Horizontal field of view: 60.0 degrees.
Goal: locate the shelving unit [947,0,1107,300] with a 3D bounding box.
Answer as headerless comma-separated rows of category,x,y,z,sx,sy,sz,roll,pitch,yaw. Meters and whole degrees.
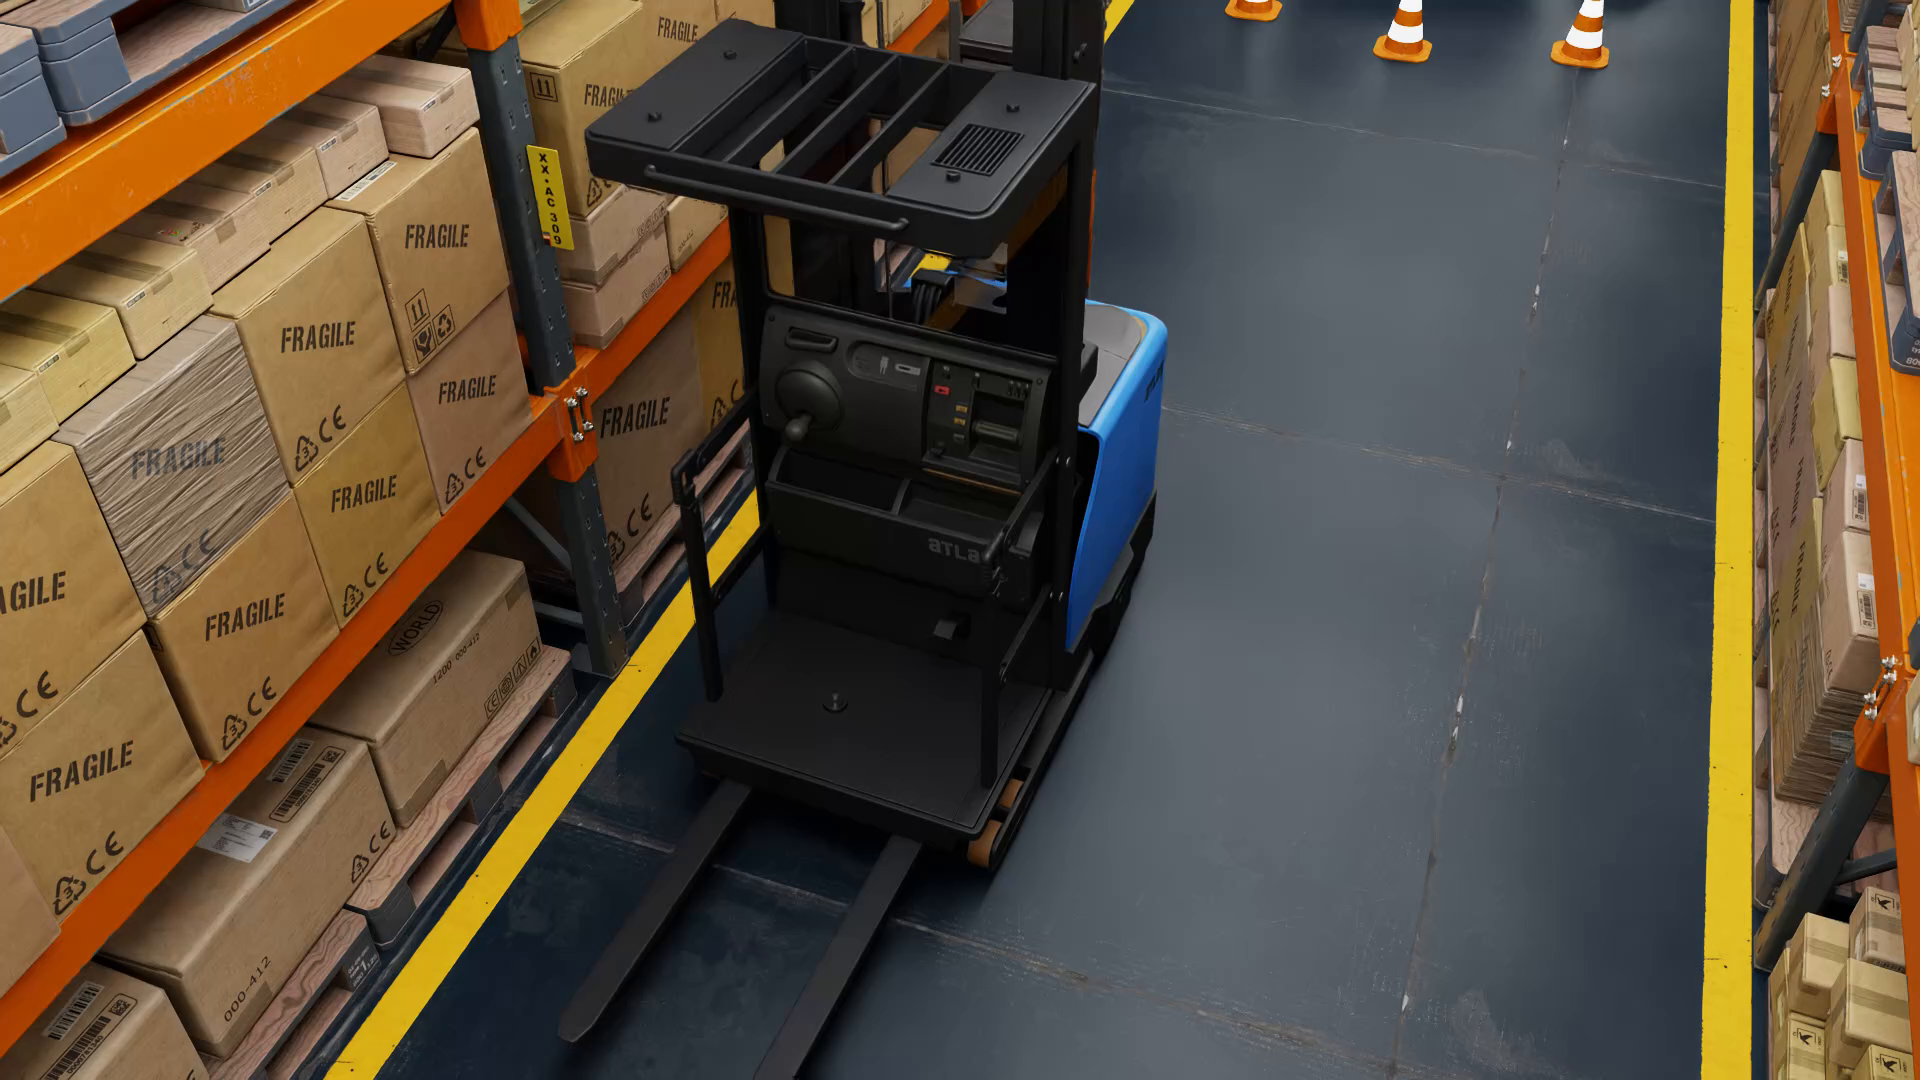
shelving unit,0.245,-1.150,6.480,0.431,2.100,0.503,15,43,17

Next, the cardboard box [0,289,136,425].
cardboard box,-2.028,-0.407,3.569,0.380,0.149,0.250,12,42,14

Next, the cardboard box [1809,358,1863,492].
cardboard box,3.334,-0.370,5.897,0.500,0.250,0.500,12,42,13

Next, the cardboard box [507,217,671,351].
cardboard box,-1.326,-0.919,5.631,0.500,0.250,0.500,12,42,14

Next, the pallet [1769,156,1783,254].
pallet,4.670,-1.572,8.430,1.003,0.211,1.213,13,42,15

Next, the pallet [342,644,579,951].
pallet,-2.058,0.741,5.719,1.003,0.211,1.213,13,42,15

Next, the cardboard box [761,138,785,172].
cardboard box,-0.961,-1.544,6.364,0.500,0.250,0.500,13,42,15

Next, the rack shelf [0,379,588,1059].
rack shelf,-2.409,0.727,4.140,1.077,0.370,4.000,13,42,15

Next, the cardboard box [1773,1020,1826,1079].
cardboard box,2.444,1.509,4.543,0.380,0.149,0.250,14,43,16

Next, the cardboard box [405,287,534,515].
cardboard box,-1.643,-0.464,4.906,0.500,0.500,0.500,14,42,15

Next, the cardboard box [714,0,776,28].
cardboard box,-0.982,-2.011,5.948,0.500,0.500,0.500,12,42,14

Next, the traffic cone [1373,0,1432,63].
traffic cone,2.743,-3.214,10.161,0.336,0.463,0.334,13,42,15

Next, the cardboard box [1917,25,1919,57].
cardboard box,3.884,-1.930,6.342,0.380,0.149,0.250,15,43,17

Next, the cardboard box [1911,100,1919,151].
cardboard box,3.712,-1.512,6.081,0.380,0.149,0.250,15,43,17

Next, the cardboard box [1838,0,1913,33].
cardboard box,4.231,-2.541,7.340,0.500,0.500,0.500,13,42,15

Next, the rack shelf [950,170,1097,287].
rack shelf,0.245,-1.140,6.489,0.431,0.518,0.480,15,43,17

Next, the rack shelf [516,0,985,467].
rack shelf,-1.041,-1.712,7.000,1.077,0.370,4.000,13,42,15

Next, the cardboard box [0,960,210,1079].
cardboard box,-2.656,1.504,4.327,0.875,0.438,0.875,14,43,16

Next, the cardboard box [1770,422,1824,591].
cardboard box,3.333,-0.070,6.123,0.500,0.500,0.500,12,42,14

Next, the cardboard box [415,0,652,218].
cardboard box,-1.304,-1.389,5.220,0.500,0.500,0.500,14,42,16

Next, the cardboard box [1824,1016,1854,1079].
cardboard box,2.535,1.407,4.434,0.380,0.149,0.250,14,42,15

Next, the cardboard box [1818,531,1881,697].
cardboard box,2.978,0.266,5.151,0.500,0.250,0.500,12,42,14

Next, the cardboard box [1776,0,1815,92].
cardboard box,5.236,-2.926,9.278,1.050,0.750,0.750,13,42,15

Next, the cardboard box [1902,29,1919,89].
cardboard box,3.895,-1.841,6.467,0.380,0.149,0.250,15,43,17

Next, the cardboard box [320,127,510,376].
cardboard box,-1.627,-0.835,4.571,0.500,0.500,0.500,13,42,15

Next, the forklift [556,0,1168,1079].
forklift,-0.263,-0.352,4.904,1.130,2.935,3.031,15,43,17

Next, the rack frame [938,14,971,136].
rack frame,-0.357,-3.206,8.196,1.000,3.000,0.127,13,42,15

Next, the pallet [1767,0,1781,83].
pallet,5.504,-3.060,10.174,1.003,0.211,1.213,13,42,15

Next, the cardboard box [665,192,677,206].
cardboard box,-1.157,-1.429,5.844,0.500,0.250,0.500,14,42,16

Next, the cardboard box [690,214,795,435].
cardboard box,-1.286,-1.066,7.002,0.875,0.875,0.875,14,43,16

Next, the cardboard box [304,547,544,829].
cardboard box,-2.040,0.408,5.611,0.875,0.438,0.875,13,42,14

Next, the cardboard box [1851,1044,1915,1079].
cardboard box,2.459,1.454,4.150,0.380,0.149,0.250,13,42,14

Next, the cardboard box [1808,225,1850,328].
cardboard box,3.693,-0.987,6.620,0.500,0.250,0.500,13,42,15

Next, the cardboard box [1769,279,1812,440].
cardboard box,3.679,-0.695,6.856,0.500,0.500,0.500,14,42,16

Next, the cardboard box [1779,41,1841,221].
cardboard box,4.622,-1.824,7.987,1.050,0.750,0.750,13,42,14

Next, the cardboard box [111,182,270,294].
cardboard box,-1.887,-0.728,3.945,0.380,0.149,0.250,13,42,15

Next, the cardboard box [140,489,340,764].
cardboard box,-1.972,0.160,4.174,0.500,0.500,0.500,13,42,14

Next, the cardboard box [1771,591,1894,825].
cardboard box,2.978,0.555,5.391,0.500,0.500,0.500,13,42,14

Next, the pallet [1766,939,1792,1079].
pallet,2.765,1.749,4.537,1.003,0.211,1.213,13,42,15

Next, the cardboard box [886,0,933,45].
cardboard box,-0.446,-2.467,7.447,0.500,0.250,0.500,14,42,16

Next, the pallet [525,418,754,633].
pallet,-1.532,-0.193,6.813,1.003,0.211,1.213,13,42,15

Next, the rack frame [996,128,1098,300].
rack frame,0.339,-1.296,6.651,0.400,2.100,0.015,15,43,17

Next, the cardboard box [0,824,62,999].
cardboard box,-2.321,0.786,3.441,0.500,0.500,0.500,13,42,15

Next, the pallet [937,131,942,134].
pallet,-0.088,-2.621,9.660,1.003,0.211,1.213,13,42,15

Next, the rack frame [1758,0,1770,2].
rack frame,5.697,-4.608,9.840,1.000,3.000,0.127,13,42,15

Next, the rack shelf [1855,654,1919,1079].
rack shelf,2.277,1.765,2.925,1.077,0.370,4.000,13,42,15

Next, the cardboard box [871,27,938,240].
cardboard box,-0.671,-2.154,8.277,0.875,0.875,0.875,13,42,15

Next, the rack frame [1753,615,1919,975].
rack frame,2.961,0.271,4.121,1.000,3.000,0.127,13,42,15

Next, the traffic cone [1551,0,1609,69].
traffic cone,3.819,-3.160,10.098,0.336,0.463,0.334,13,42,15

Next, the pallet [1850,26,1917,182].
pallet,4.186,-1.637,6.506,1.213,0.211,1.003,13,42,15

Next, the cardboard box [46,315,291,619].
cardboard box,-1.973,-0.215,3.844,0.500,0.500,0.500,14,42,16

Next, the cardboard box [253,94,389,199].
cardboard box,-1.723,-1.036,4.306,0.380,0.149,0.250,14,43,16

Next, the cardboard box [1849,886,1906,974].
cardboard box,2.649,1.134,4.525,0.380,0.149,0.250,15,43,17

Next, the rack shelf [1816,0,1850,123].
rack shelf,5.013,-3.115,8.644,1.077,0.370,4.000,13,42,15

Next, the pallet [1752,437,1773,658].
pallet,3.642,0.110,6.458,1.003,0.211,1.213,13,42,15
